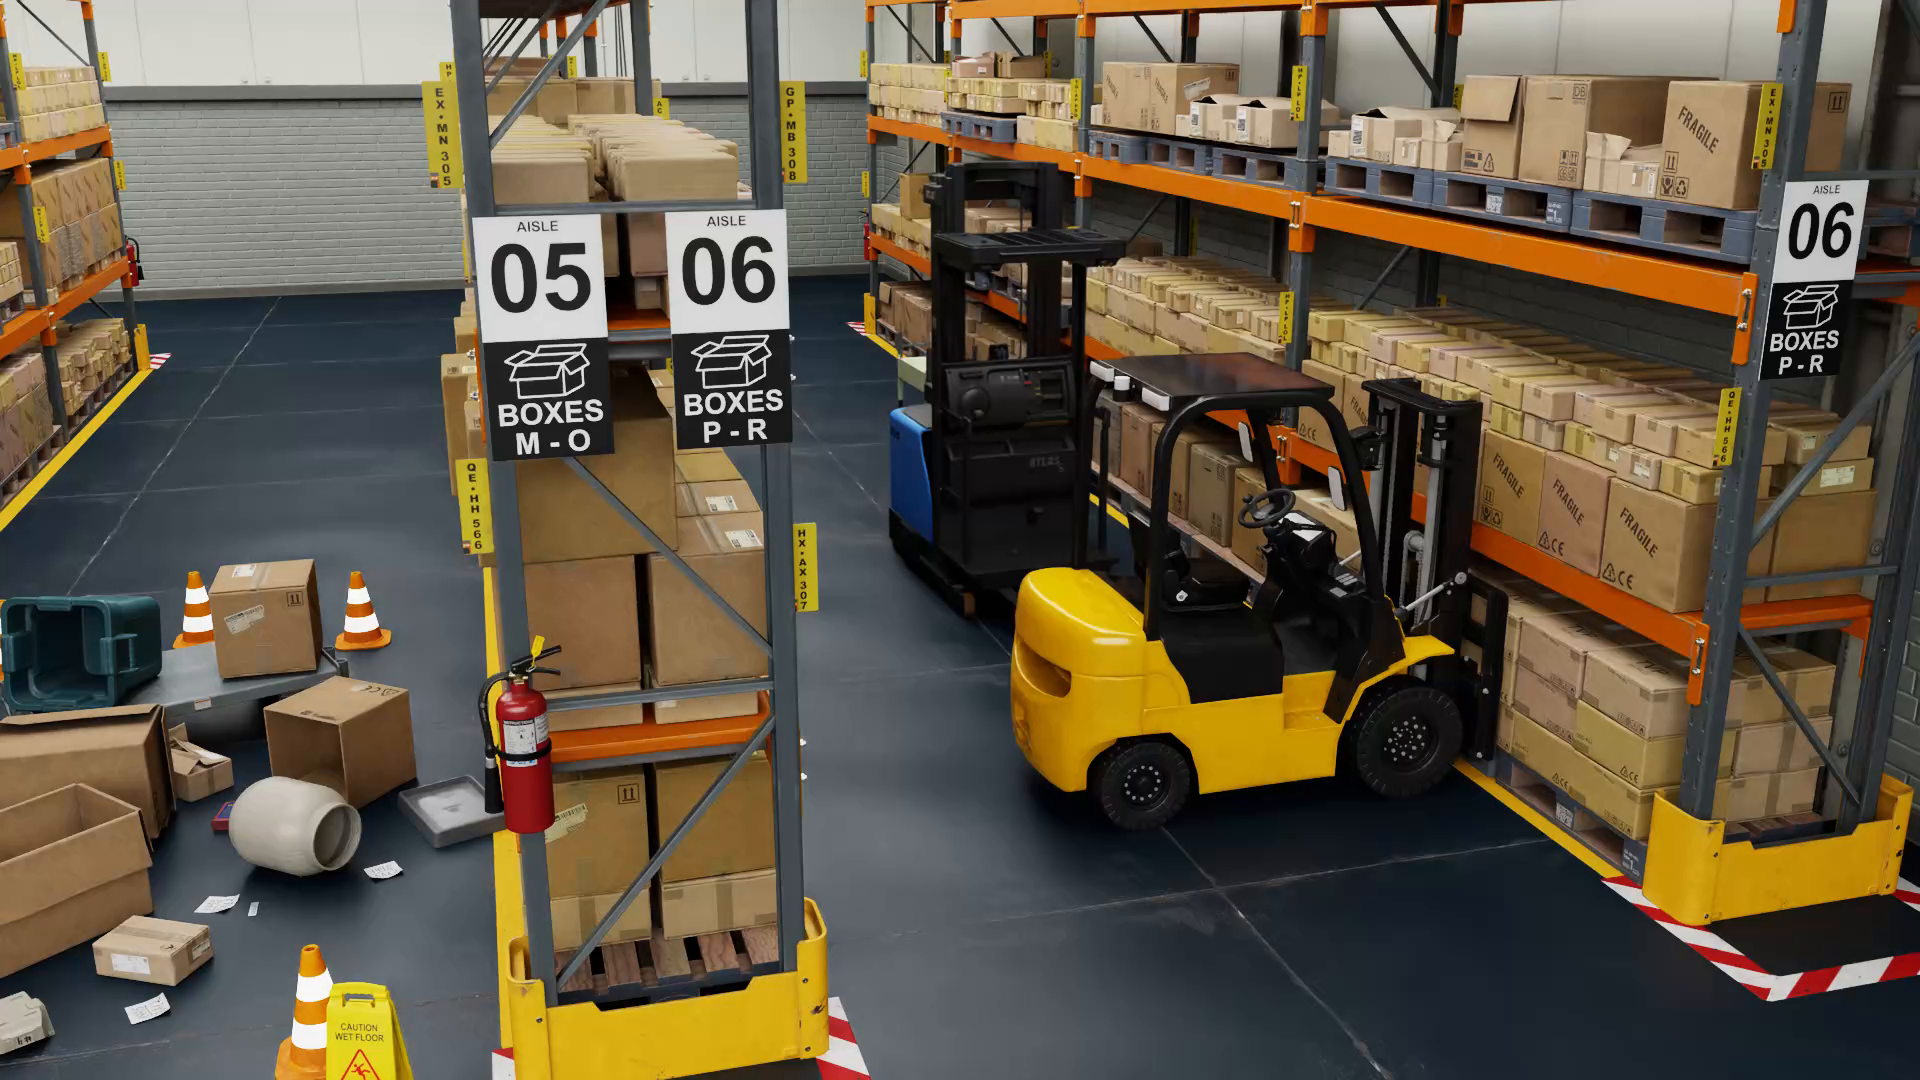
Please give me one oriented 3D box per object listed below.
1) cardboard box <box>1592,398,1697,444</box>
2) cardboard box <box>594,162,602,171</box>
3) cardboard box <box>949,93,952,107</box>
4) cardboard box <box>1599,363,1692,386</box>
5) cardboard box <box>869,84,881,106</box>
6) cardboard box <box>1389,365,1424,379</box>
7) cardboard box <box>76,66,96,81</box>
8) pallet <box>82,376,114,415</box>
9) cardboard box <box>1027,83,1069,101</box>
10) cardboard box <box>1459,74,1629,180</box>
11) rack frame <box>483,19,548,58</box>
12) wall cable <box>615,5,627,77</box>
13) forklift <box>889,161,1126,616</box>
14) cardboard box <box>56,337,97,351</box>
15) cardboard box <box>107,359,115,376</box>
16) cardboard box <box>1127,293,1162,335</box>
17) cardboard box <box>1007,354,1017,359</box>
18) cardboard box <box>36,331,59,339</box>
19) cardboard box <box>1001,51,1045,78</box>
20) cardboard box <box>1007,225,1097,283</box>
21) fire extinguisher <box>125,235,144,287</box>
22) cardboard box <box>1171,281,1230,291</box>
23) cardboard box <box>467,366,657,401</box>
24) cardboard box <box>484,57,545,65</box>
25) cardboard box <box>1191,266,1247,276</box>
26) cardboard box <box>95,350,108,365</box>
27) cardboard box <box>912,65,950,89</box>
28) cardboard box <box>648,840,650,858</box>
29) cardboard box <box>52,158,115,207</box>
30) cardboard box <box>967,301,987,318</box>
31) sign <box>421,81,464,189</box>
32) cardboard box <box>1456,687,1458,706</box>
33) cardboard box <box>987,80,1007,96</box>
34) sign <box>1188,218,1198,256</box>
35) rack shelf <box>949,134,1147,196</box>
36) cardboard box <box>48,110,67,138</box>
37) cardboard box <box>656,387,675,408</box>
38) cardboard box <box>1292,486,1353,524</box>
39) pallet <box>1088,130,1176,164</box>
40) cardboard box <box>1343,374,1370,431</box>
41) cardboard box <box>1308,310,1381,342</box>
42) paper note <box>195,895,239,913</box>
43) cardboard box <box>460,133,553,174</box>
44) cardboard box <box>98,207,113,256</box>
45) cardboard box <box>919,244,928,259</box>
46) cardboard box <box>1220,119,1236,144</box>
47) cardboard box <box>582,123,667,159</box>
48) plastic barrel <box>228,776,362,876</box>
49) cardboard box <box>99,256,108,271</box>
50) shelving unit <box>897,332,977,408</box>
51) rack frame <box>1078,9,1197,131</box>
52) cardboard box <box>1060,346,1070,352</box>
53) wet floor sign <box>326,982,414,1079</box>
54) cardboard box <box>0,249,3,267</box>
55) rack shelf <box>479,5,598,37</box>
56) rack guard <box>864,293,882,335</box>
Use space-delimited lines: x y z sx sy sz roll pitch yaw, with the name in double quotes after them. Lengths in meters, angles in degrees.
3.197 -0.556 7.772 0.380 0.149 0.250 -4 17 -14 "cardboard box"
-1.377 -1.535 7.378 0.500 0.250 0.500 -4 17 -14 "cardboard box"
0.095 -4.608 17.396 0.380 0.149 0.250 -4 17 -14 "cardboard box"
3.553 -0.816 8.635 0.380 0.149 0.250 -5 17 -17 "cardboard box"
-0.844 -5.626 20.996 0.500 0.250 0.500 -5 17 -16 "cardboard box"
2.667 -0.905 9.449 0.380 0.149 0.250 -5 17 -16 "cardboard box"
-9.833 -5.176 18.455 0.380 0.149 0.250 -5 17 -16 "cardboard box"
-9.665 -1.529 17.676 1.003 0.211 1.213 -5 17 -15 "pallet"
0.831 -4.109 15.254 0.380 0.149 0.250 -5 17 -16 "cardboard box"
3.028 -2.131 8.536 0.797 0.503 0.637 -4 17 -13 "cardboard box"
-5.475 -6.742 19.756 1.000 3.000 0.127 -5 17 -15 "rack frame"
-3.897 -8.580 25.808 2.988 3.039 0.133 -5 17 -15 "wall cable"
0.423 -1.018 11.246 1.130 2.935 3.031 -6 18 -18 "forklift"
-9.507 -2.080 17.855 0.380 0.149 0.250 -5 18 -17 "cardboard box"
-9.493 -1.881 18.225 0.380 0.149 0.250 -6 18 -18 "cardboard box"
1.645 -1.791 13.091 0.500 0.250 0.500 -5 17 -17 "cardboard box"
0.738 -1.580 16.612 0.500 0.500 0.500 -5 18 -17 "cardboard box"
-10.104 -2.190 18.221 0.380 0.149 0.250 -6 18 -18 "cardboard box"
0.650 -4.913 17.175 0.396 0.266 0.258 -5 17 -15 "cardboard box"
0.869 -2.737 15.941 0.797 0.503 0.637 -5 17 -17 "cardboard box"
-9.832 -3.340 19.641 0.296 0.674 0.183 -5 17 -15 "fire extinguisher"
1.829 -1.876 12.684 0.380 0.149 0.250 -5 17 -15 "cardboard box"
-1.560 -0.377 6.565 0.700 0.500 0.500 -5 17 -15 "cardboard box"
-4.777 -4.868 17.648 0.797 0.503 0.637 -3 17 -11 "cardboard box"
2.105 -2.132 13.534 0.380 0.149 0.250 -5 17 -16 "cardboard box"
-9.436 -1.947 17.927 0.380 0.149 0.250 -4 17 -12 "cardboard box"
-0.254 -5.304 19.056 0.500 0.250 0.500 -4 17 -14 "cardboard box"
-1.167 1.285 7.508 0.500 0.250 0.500 -4 17 -13 "cardboard box"
-9.842 -4.012 18.666 0.500 0.500 0.500 -5 17 -16 "cardboard box"
0.297 -2.498 18.024 0.380 0.149 0.250 -5 17 -16 "cardboard box"
-1.617 -1.266 5.199 0.100 0.325 0.005 -5 17 -15 "sign"
2.840 0.754 9.276 0.500 0.250 0.500 -4 17 -13 "cardboard box"
0.476 -4.396 16.174 0.380 0.149 0.250 -5 17 -15 "cardboard box"
2.028 -2.649 14.545 0.100 0.325 0.005 -5 17 -15 "sign"
0.945 -3.695 16.076 1.077 0.370 4.000 -5 17 -15 "rack shelf"
-9.252 -4.141 16.569 0.500 0.250 0.500 -4 17 -13 "cardboard box"
-1.668 -0.495 8.696 0.500 0.500 0.500 -4 17 -13 "cardboard box"
2.425 -0.148 10.542 0.500 0.250 0.500 -5 17 -16 "cardboard box"
1.767 -3.215 13.556 1.213 0.211 1.003 -4 17 -13 "pallet"
2.624 -0.705 9.912 0.500 0.500 0.500 -4 17 -14 "cardboard box"
2.397 -1.333 10.357 0.380 0.149 0.250 -4 17 -14 "cardboard box"
-3.341 1.633 7.483 0.148 0.019 0.142 1 17 4 "paper note"
-1.909 -1.633 7.012 0.380 0.149 0.250 -4 17 -14 "cardboard box"
-9.699 -3.393 18.344 0.500 0.500 0.500 -5 17 -16 "cardboard box"
-0.265 -3.388 19.452 0.380 0.149 0.250 -5 17 -16 "cardboard box"
2.000 -2.789 11.341 0.380 0.149 0.250 -5 17 -15 "cardboard box"
-1.579 -1.891 7.869 0.380 0.149 0.250 -5 17 -16 "cardboard box"
-3.101 1.339 7.760 0.512 0.421 0.421 7 18 23 "plastic barrel"
-9.637 -3.053 18.339 0.380 0.149 0.250 -4 17 -14 "cardboard box"
-0.185 -0.851 13.179 0.431 1.500 0.755 -6 18 -18 "shelving unit"
1.495 -4.923 13.699 1.000 3.000 0.127 -5 17 -15 "rack frame"
0.883 -1.776 16.138 0.380 0.149 0.250 -5 17 -16 "cardboard box"
-2.055 1.821 5.768 0.267 0.644 0.232 1 17 4 "wet floor sign"
-8.666 -2.468 14.626 0.380 0.149 0.250 -5 18 -17 "cardboard box"
-3.826 -4.547 14.392 1.077 0.370 4.000 -5 17 -15 "rack shelf"
-0.683 -3.045 22.219 1.175 0.500 0.348 -5 17 -15 "rack guard"
